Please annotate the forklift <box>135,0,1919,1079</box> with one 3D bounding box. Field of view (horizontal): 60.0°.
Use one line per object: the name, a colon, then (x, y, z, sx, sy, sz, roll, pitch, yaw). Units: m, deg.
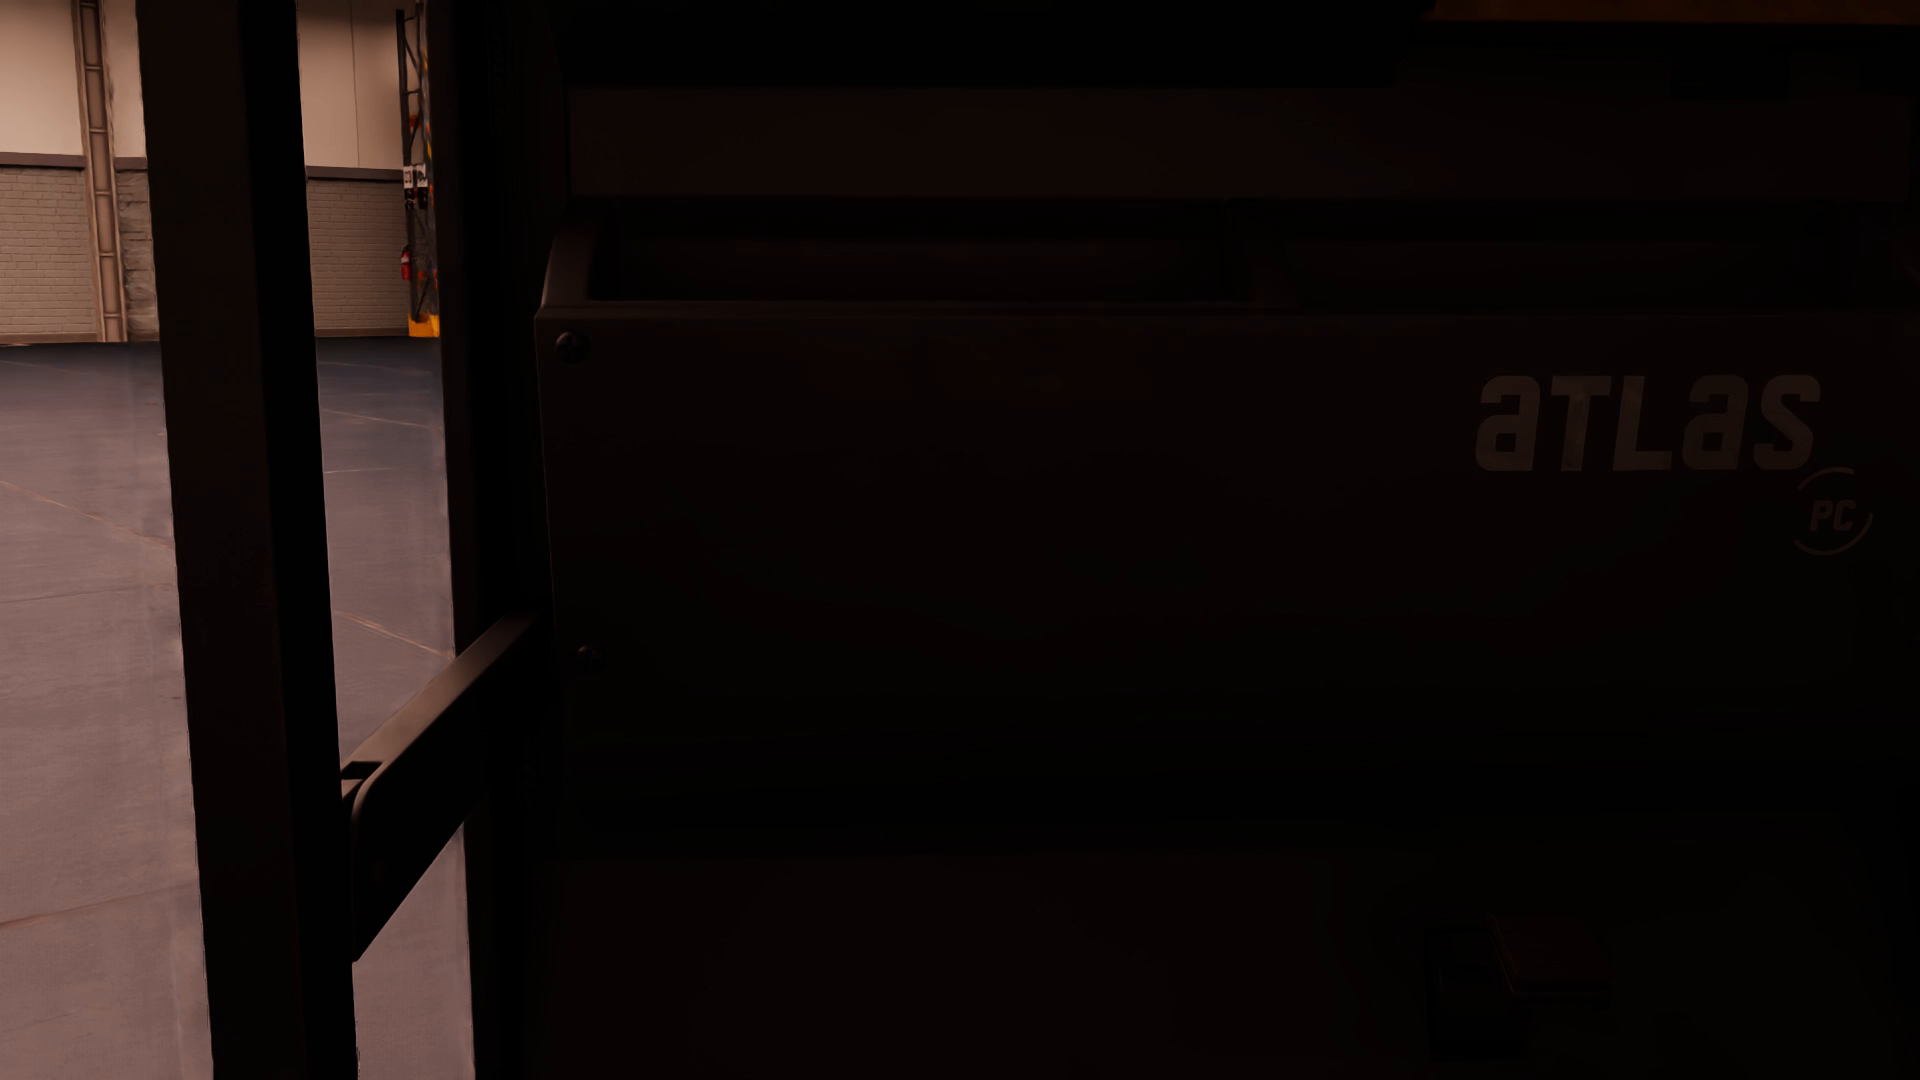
forklift: (0.217, -0.598, 0.817, 1.130, 2.935, 3.031, 0, 9, -3)
